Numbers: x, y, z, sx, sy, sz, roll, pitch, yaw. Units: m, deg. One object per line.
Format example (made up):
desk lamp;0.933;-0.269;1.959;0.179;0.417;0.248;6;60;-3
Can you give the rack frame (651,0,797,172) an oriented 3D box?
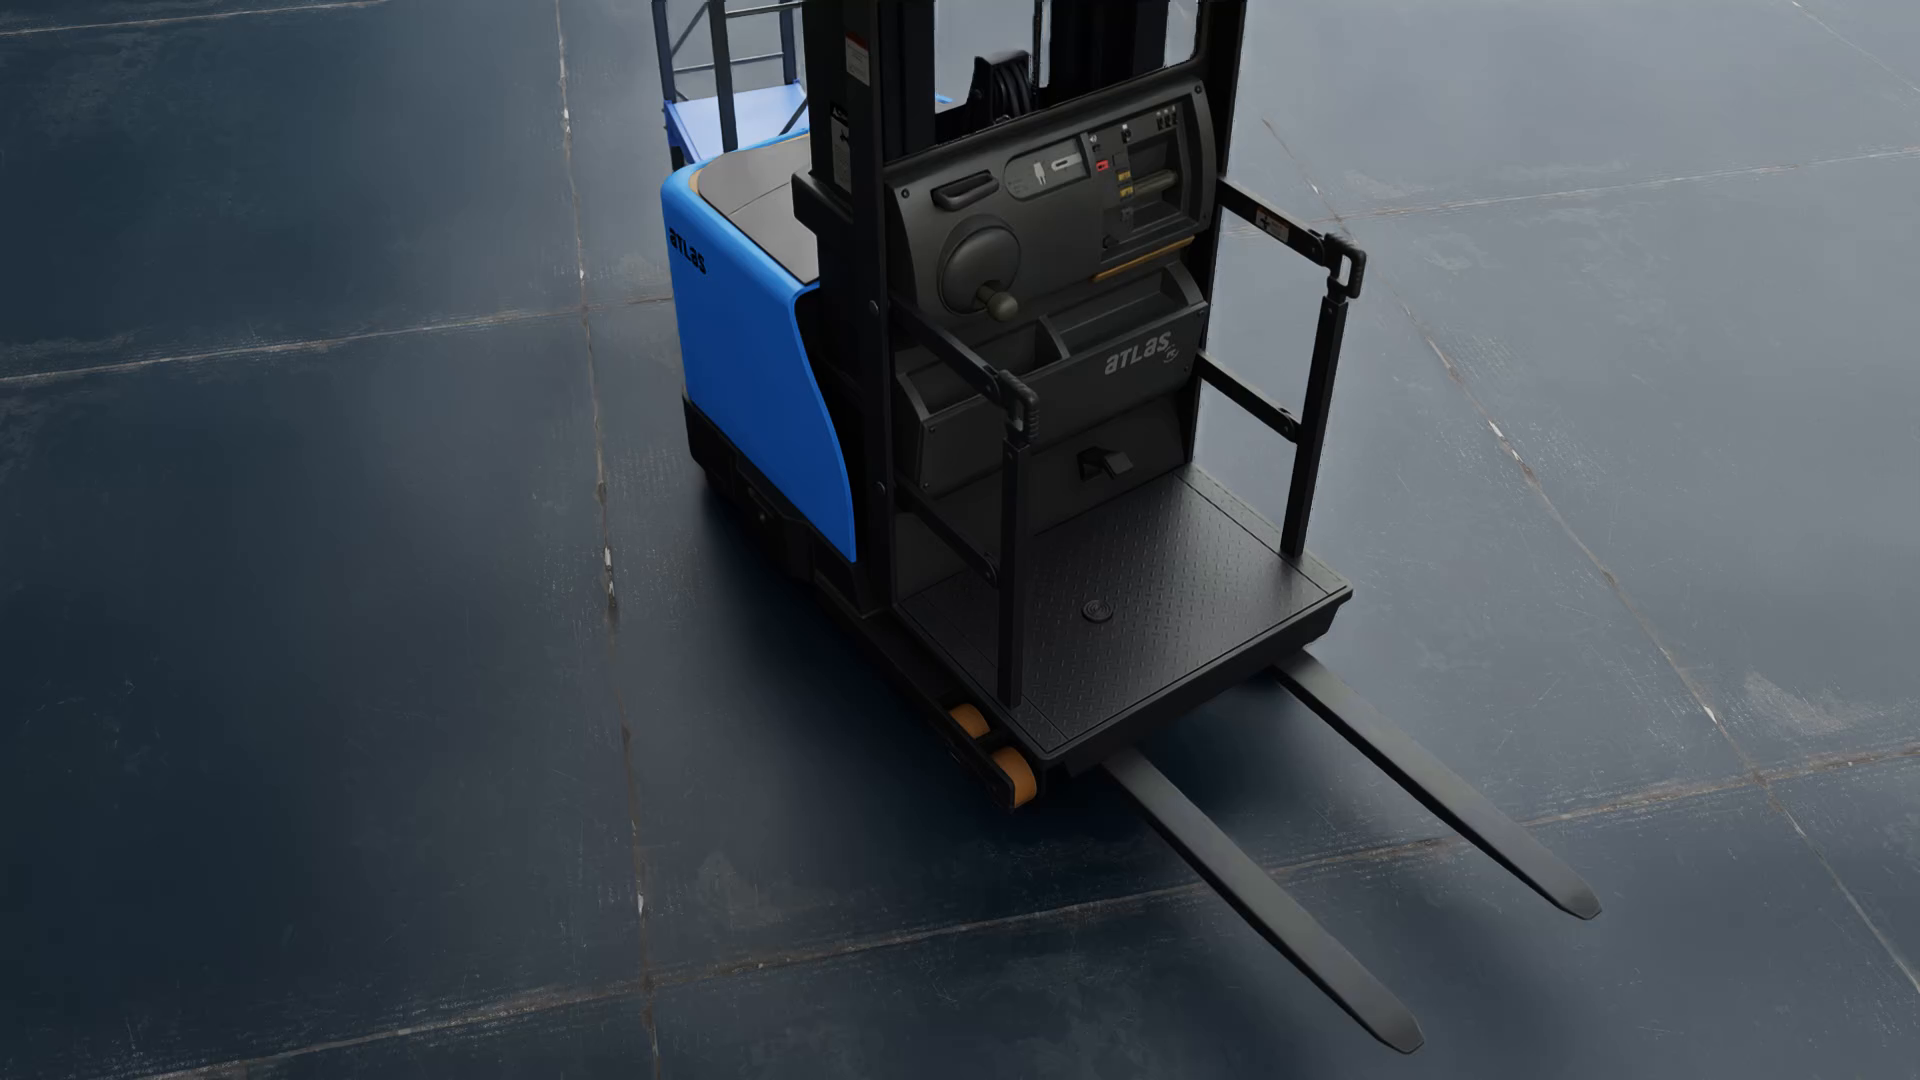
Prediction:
rack frame;-0.846;-1.737;6.077;0.500;1.500;0.032;-14;43;-15

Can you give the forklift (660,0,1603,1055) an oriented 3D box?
forklift;0.373;-0.748;3.885;1.130;2.935;3.031;-25;47;-26

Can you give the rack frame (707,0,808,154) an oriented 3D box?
rack frame;-0.497;-1.103;5.363;0.500;1.500;0.032;-14;43;-15

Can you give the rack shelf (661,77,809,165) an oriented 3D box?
rack shelf;-0.672;-1.286;5.840;0.538;0.185;1.000;-14;43;-15

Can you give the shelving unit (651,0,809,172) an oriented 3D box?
shelving unit;-0.672;-1.420;5.720;0.538;1.500;1.048;-14;43;-15
